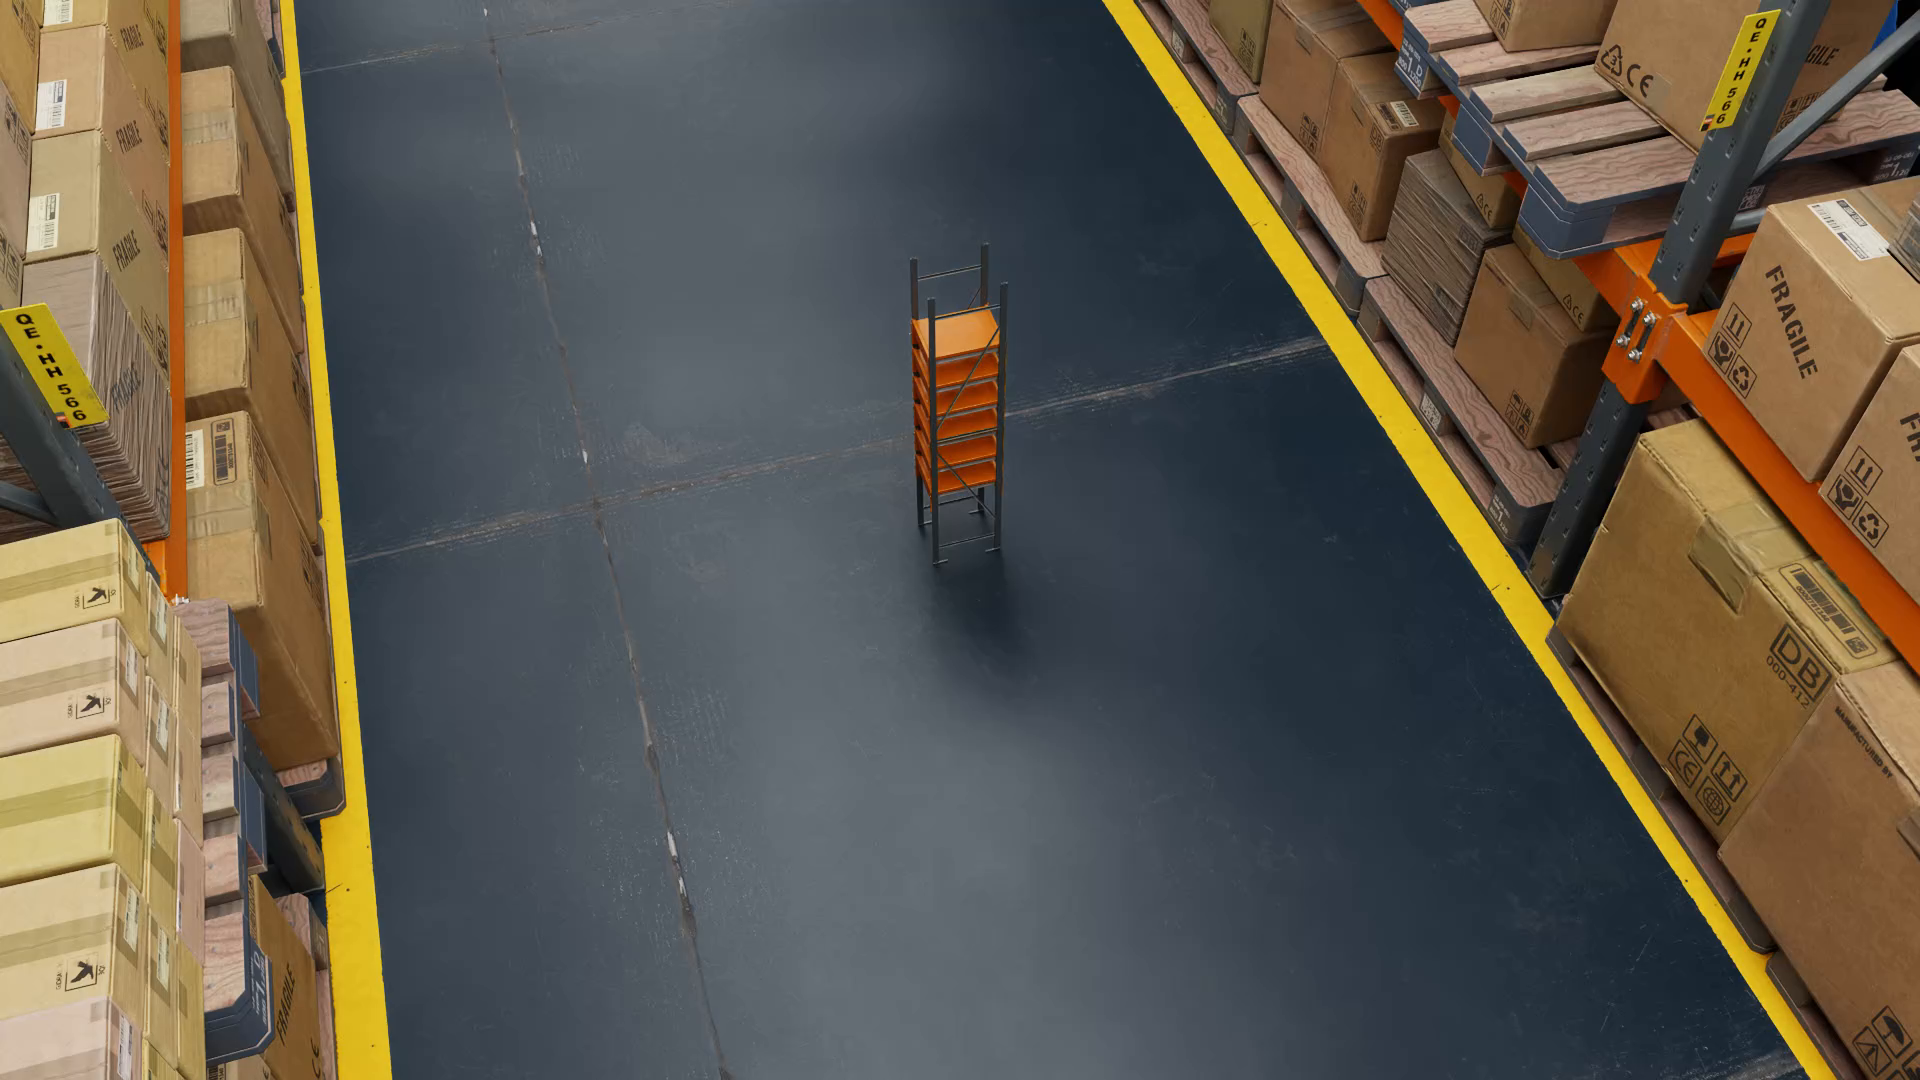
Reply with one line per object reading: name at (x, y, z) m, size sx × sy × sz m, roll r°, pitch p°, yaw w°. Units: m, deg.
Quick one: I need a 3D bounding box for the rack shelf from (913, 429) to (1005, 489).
rack shelf at (-0.004, -0.291, 5.426) m, size 0.258 × 0.103 × 0.180 m, roll -13°, pitch 51°, yaw -11°

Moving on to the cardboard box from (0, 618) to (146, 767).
cardboard box at (-1.702, 0.321, 3.018) m, size 0.380 × 0.149 × 0.250 m, roll -14°, pitch 51°, yaw -11°

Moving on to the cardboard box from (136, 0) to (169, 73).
cardboard box at (-2.831, -1.766, 5.211) m, size 0.500 × 0.500 × 0.500 m, roll -13°, pitch 51°, yaw -11°

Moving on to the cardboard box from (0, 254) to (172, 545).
cardboard box at (-2.232, -0.292, 3.969) m, size 0.500 × 0.500 × 0.500 m, roll -13°, pitch 51°, yaw -11°

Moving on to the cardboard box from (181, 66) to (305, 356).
cardboard box at (-2.989, -1.064, 5.882) m, size 1.050 × 0.750 × 0.750 m, roll -13°, pitch 51°, yaw -11°

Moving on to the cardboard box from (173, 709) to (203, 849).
cardboard box at (-1.700, 0.513, 3.245) m, size 0.380 × 0.149 × 0.250 m, roll -13°, pitch 51°, yaw -11°

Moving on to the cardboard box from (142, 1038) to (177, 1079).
cardboard box at (-1.470, 0.988, 2.650) m, size 0.380 × 0.149 × 0.250 m, roll -14°, pitch 51°, yaw -11°

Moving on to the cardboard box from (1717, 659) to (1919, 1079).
cardboard box at (2.852, 0.792, 4.235) m, size 1.225 × 0.875 × 0.875 m, roll -13°, pitch 51°, yaw -11°

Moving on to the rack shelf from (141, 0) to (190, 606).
rack shelf at (-2.948, -1.100, 5.186) m, size 1.077 × 0.370 × 4.000 m, roll -13°, pitch 51°, yaw -11°

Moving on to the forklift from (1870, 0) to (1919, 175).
forklift at (4.458, -2.682, 6.094) m, size 3.031 × 2.935 × 1.130 m, roll 33°, pitch 57°, yaw 25°

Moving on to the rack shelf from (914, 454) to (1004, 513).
rack shelf at (-0.004, -0.214, 5.518) m, size 0.258 × 0.103 × 0.180 m, roll -13°, pitch 51°, yaw -11°

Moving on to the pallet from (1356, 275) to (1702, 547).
pallet at (2.181, -0.591, 6.110) m, size 1.003 × 0.211 × 1.213 m, roll -13°, pitch 51°, yaw -11°

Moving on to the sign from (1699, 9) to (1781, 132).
sign at (1.895, -1.137, 4.041) m, size 0.100 × 0.325 × 0.005 m, roll -13°, pitch 51°, yaw -11°

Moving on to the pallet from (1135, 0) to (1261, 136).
pallet at (1.460, -2.373, 7.612) m, size 1.003 × 0.211 × 1.213 m, roll -13°, pitch 51°, yaw -11°

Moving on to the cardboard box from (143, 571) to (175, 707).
cardboard box at (-1.776, 0.237, 3.284) m, size 0.380 × 0.149 × 0.250 m, roll -12°, pitch 51°, yaw -10°

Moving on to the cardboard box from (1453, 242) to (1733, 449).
cardboard box at (2.194, -0.740, 5.759) m, size 0.700 × 0.500 × 0.500 m, roll -16°, pitch 52°, yaw -13°

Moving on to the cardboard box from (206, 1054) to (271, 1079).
cardboard box at (-1.744, 1.364, 3.508) m, size 0.500 × 0.250 × 0.500 m, roll -13°, pitch 51°, yaw -10°

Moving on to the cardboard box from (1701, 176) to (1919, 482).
cardboard box at (2.295, -0.534, 4.173) m, size 0.500 × 0.500 × 0.500 m, roll -12°, pitch 51°, yaw -10°

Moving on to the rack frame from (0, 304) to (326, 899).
rack frame at (-2.357, 0.129, 3.679) m, size 1.000 × 3.000 × 0.127 m, roll -13°, pitch 51°, yaw -11°

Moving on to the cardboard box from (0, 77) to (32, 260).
cardboard box at (-2.631, -0.925, 3.848) m, size 0.700 × 0.500 × 0.500 m, roll -14°, pitch 51°, yaw -12°

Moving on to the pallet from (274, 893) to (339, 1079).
pallet at (-2.127, 1.599, 4.264) m, size 1.003 × 0.211 × 1.213 m, roll -13°, pitch 51°, yaw -11°

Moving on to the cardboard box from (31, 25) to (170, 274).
cardboard box at (-2.534, -1.031, 4.592) m, size 0.500 × 0.500 × 0.500 m, roll -13°, pitch 51°, yaw -11°

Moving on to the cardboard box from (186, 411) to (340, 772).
cardboard box at (-2.451, 0.254, 4.771) m, size 1.050 × 0.750 × 0.750 m, roll -14°, pitch 51°, yaw -11°

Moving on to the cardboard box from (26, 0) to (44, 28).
cardboard box at (-2.936, -1.672, 4.478) m, size 0.700 × 0.500 × 0.500 m, roll -14°, pitch 51°, yaw -11°

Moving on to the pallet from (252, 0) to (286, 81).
pallet at (-3.690, -2.467, 7.691) m, size 1.003 × 0.211 × 1.213 m, roll -13°, pitch 51°, yaw -11°

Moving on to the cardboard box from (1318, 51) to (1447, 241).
cardboard box at (1.843, -1.554, 6.446) m, size 0.700 × 0.500 × 0.500 m, roll -9°, pitch 51°, yaw -8°

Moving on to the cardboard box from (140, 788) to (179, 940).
cardboard box at (-1.615, 0.623, 2.958) m, size 0.380 × 0.149 × 0.250 m, roll -12°, pitch 51°, yaw -10°

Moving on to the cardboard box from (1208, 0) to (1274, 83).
cardboard box at (1.512, -2.370, 7.133) m, size 0.700 × 0.500 × 0.500 m, roll -14°, pitch 51°, yaw -11°

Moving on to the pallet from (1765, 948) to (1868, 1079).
pallet at (2.929, 1.462, 4.379) m, size 1.003 × 0.211 × 1.213 m, roll -13°, pitch 51°, yaw -11°

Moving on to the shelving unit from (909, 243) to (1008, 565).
shelving unit at (-0.004, -0.397, 5.300) m, size 0.258 × 1.200 × 0.189 m, roll -13°, pitch 51°, yaw -11°

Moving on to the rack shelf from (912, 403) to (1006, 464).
rack shelf at (-0.004, -0.369, 5.334) m, size 0.258 × 0.103 × 0.180 m, roll -13°, pitch 51°, yaw -11°

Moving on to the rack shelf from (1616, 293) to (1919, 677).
rack shelf at (3.003, 0.774, 3.606) m, size 1.077 × 0.370 × 4.000 m, roll -13°, pitch 51°, yaw -11°

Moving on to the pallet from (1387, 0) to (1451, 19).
pallet at (1.787, -2.293, 5.847) m, size 1.003 × 0.211 × 1.213 m, roll -13°, pitch 51°, yaw -11°

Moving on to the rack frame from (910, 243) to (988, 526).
rack frame at (-0.031, -0.464, 5.357) m, size 0.240 × 1.200 × 0.006 m, roll -13°, pitch 51°, yaw -11°

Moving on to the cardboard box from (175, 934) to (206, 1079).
cardboard box at (-1.554, 0.883, 2.933) m, size 0.380 × 0.149 × 0.250 m, roll -14°, pitch 51°, yaw -11°

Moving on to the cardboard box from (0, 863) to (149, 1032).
cardboard box at (-1.542, 0.707, 2.693) m, size 0.380 × 0.149 × 0.250 m, roll -12°, pitch 51°, yaw -10°

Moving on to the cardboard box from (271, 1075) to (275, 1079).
cardboard box at (-1.763, 1.601, 3.799) m, size 0.500 × 0.500 × 0.500 m, roll -11°, pitch 51°, yaw -10°

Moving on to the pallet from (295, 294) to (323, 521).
pallet at (-2.875, -0.454, 5.995) m, size 1.003 × 0.211 × 1.213 m, roll -13°, pitch 51°, yaw -11°

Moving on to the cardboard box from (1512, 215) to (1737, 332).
cardboard box at (2.184, -0.979, 5.470) m, size 0.500 × 0.250 × 0.500 m, roll -11°, pitch 51°, yaw -9°

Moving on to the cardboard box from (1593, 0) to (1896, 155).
cardboard box at (2.213, -1.472, 4.689) m, size 0.500 × 0.500 × 0.500 m, roll -19°, pitch 52°, yaw -15°
